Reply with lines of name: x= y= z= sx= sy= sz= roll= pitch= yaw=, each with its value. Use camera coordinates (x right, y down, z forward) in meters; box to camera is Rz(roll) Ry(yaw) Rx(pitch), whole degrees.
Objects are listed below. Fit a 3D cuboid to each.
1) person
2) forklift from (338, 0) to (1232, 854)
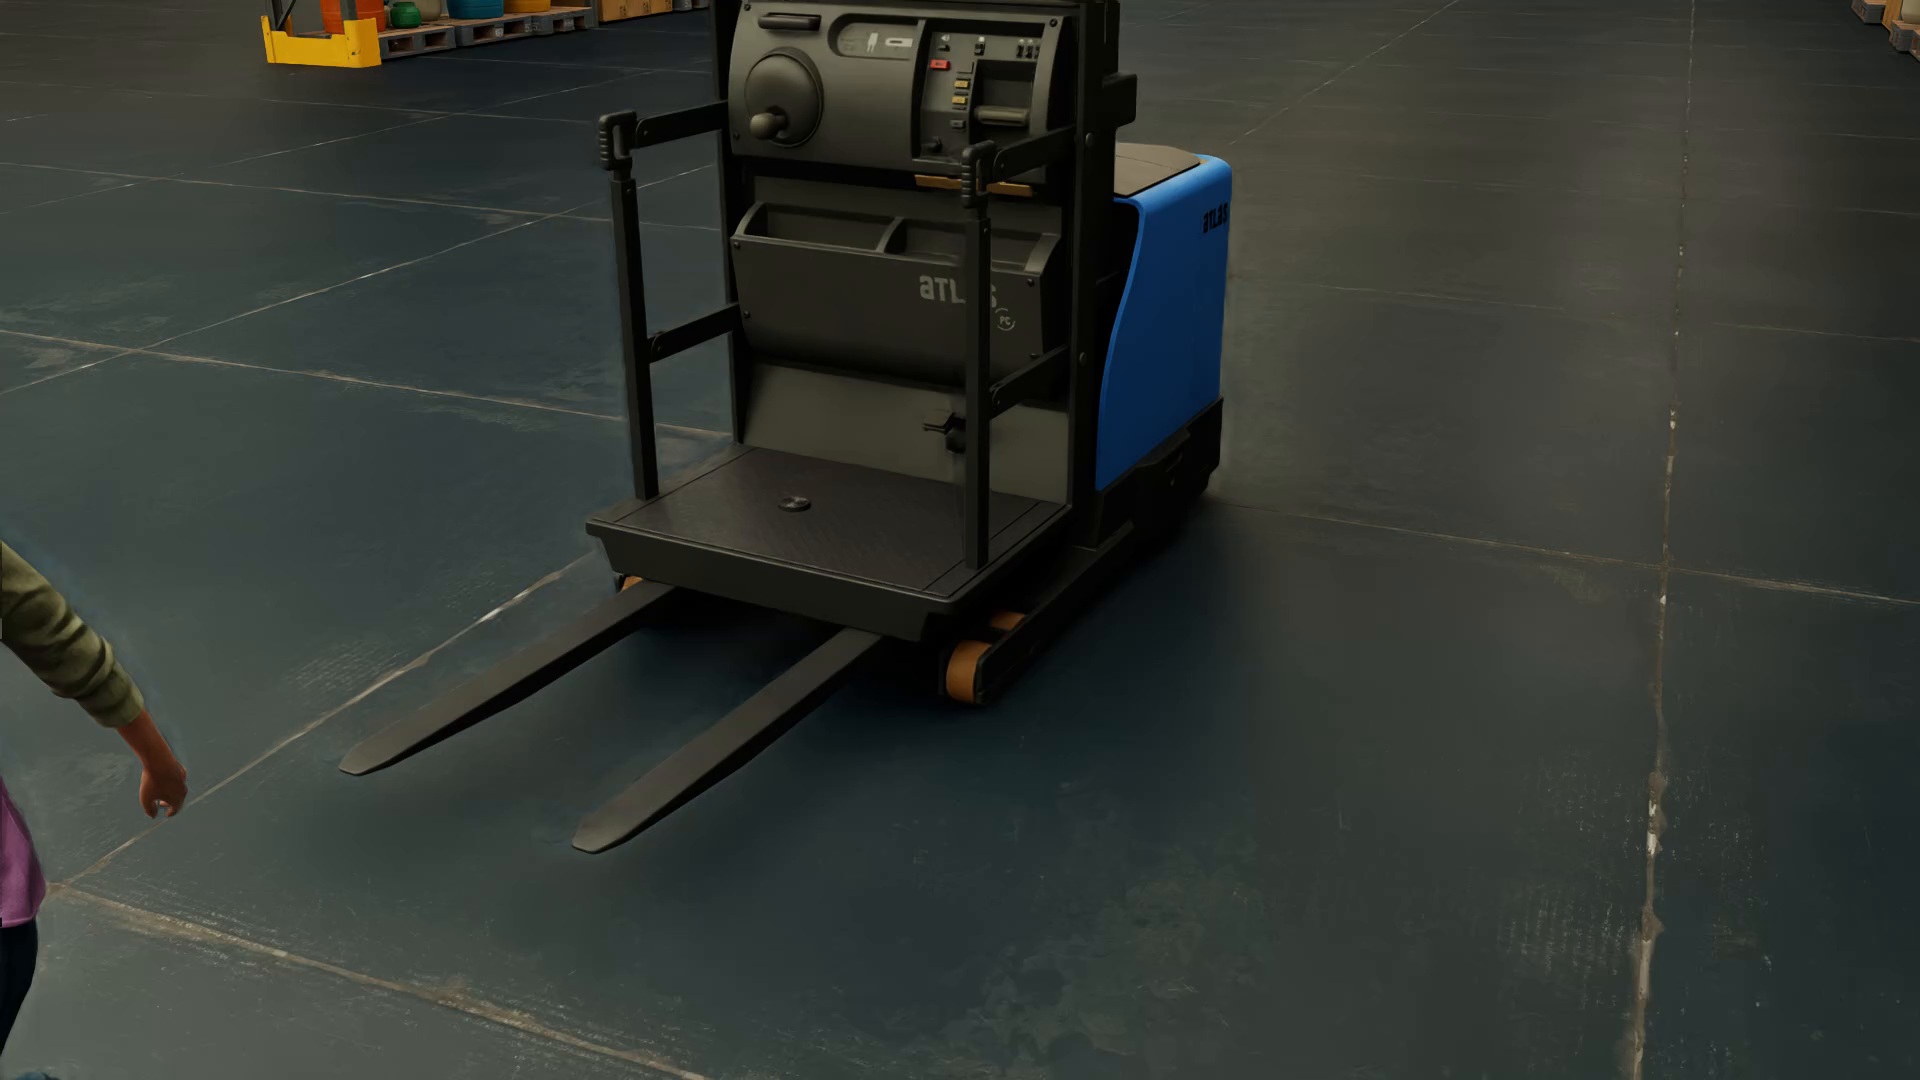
person: x=-1.318 y=0.458 z=2.063 sx=0.465 sy=1.519 sz=0.719 roll=-1 pitch=23 yaw=-1
forklift: x=-0.275 y=-1.137 z=4.014 sx=1.130 sy=2.935 sz=3.031 roll=11 pitch=25 yaw=25
